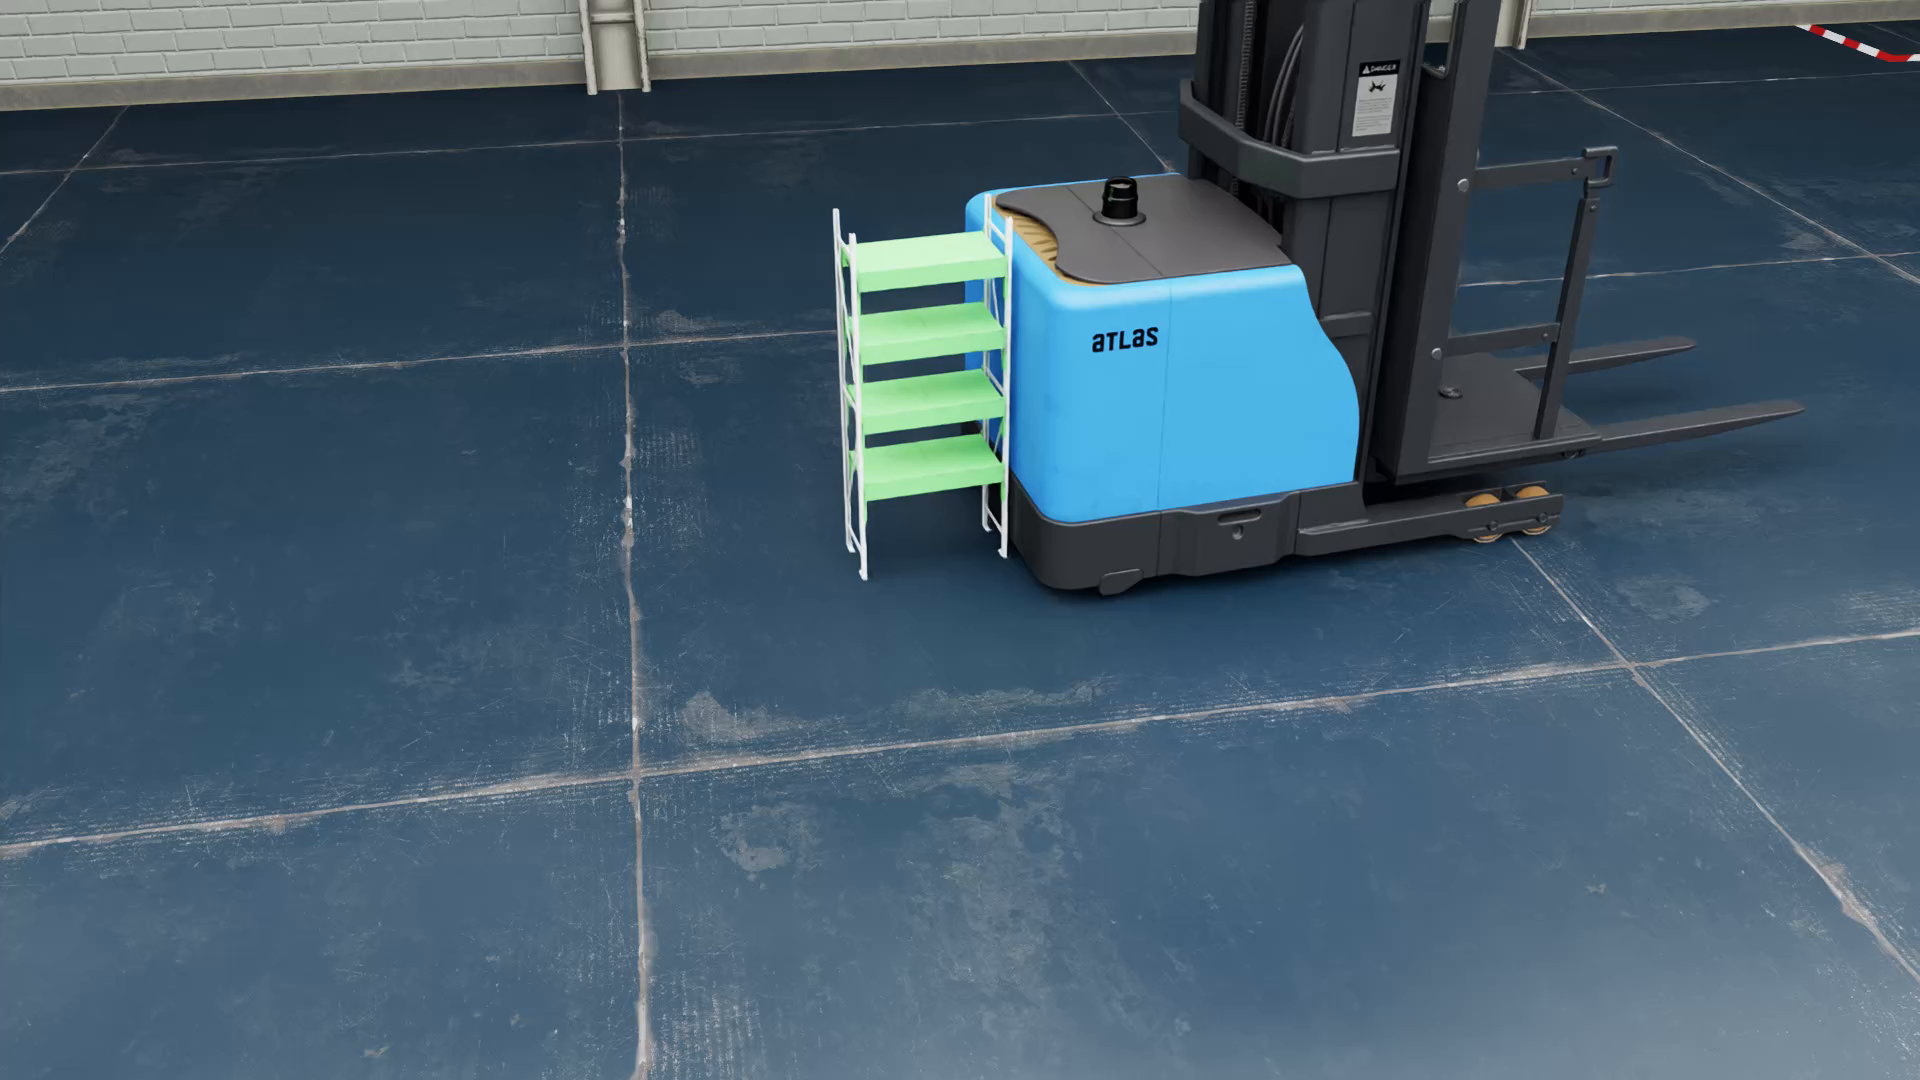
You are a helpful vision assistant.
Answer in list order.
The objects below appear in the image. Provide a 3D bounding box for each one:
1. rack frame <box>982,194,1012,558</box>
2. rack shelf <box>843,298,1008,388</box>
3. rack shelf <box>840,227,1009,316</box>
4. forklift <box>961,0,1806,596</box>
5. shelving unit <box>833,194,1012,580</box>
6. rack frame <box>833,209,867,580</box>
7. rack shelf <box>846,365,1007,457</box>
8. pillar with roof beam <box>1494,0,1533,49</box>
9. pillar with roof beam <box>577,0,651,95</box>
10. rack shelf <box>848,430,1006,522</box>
[{"bbox_3d":[0.118,-0.514,5.440,0.015,1.200,0.240,-9,32,-14],"label":"rack frame"},{"bbox_3d":[-0.116,-0.630,5.291,0.480,0.148,0.258,-9,32,-14],"label":"rack shelf"},{"bbox_3d":[-0.116,-0.837,5.169,0.480,0.148,0.258,-9,32,-14],"label":"rack shelf"},{"bbox_3d":[1.579,-1.501,5.411,3.031,2.935,1.130,-9,32,-14],"label":"forklift"},{"bbox_3d":[-0.116,-0.478,5.380,0.503,1.200,0.258,-9,32,-14],"label":"shelving unit"},{"bbox_3d":[-0.350,-0.443,5.320,0.015,1.200,0.240,-9,32,-14],"label":"rack frame"},{"bbox_3d":[-0.116,-0.423,5.412,0.480,0.148,0.258,-9,32,-14],"label":"rack shelf"},{"bbox_3d":[4.482,-5.205,5.723,0.400,9.000,9.100,-5,31,-9],"label":"pillar with roof beam"},{"bbox_3d":[-1.420,-4.657,4.792,0.400,9.000,9.100,-5,31,-9],"label":"pillar with roof beam"},{"bbox_3d":[-0.116,-0.216,5.534,0.480,0.148,0.258,-9,32,-14],"label":"rack shelf"}]
